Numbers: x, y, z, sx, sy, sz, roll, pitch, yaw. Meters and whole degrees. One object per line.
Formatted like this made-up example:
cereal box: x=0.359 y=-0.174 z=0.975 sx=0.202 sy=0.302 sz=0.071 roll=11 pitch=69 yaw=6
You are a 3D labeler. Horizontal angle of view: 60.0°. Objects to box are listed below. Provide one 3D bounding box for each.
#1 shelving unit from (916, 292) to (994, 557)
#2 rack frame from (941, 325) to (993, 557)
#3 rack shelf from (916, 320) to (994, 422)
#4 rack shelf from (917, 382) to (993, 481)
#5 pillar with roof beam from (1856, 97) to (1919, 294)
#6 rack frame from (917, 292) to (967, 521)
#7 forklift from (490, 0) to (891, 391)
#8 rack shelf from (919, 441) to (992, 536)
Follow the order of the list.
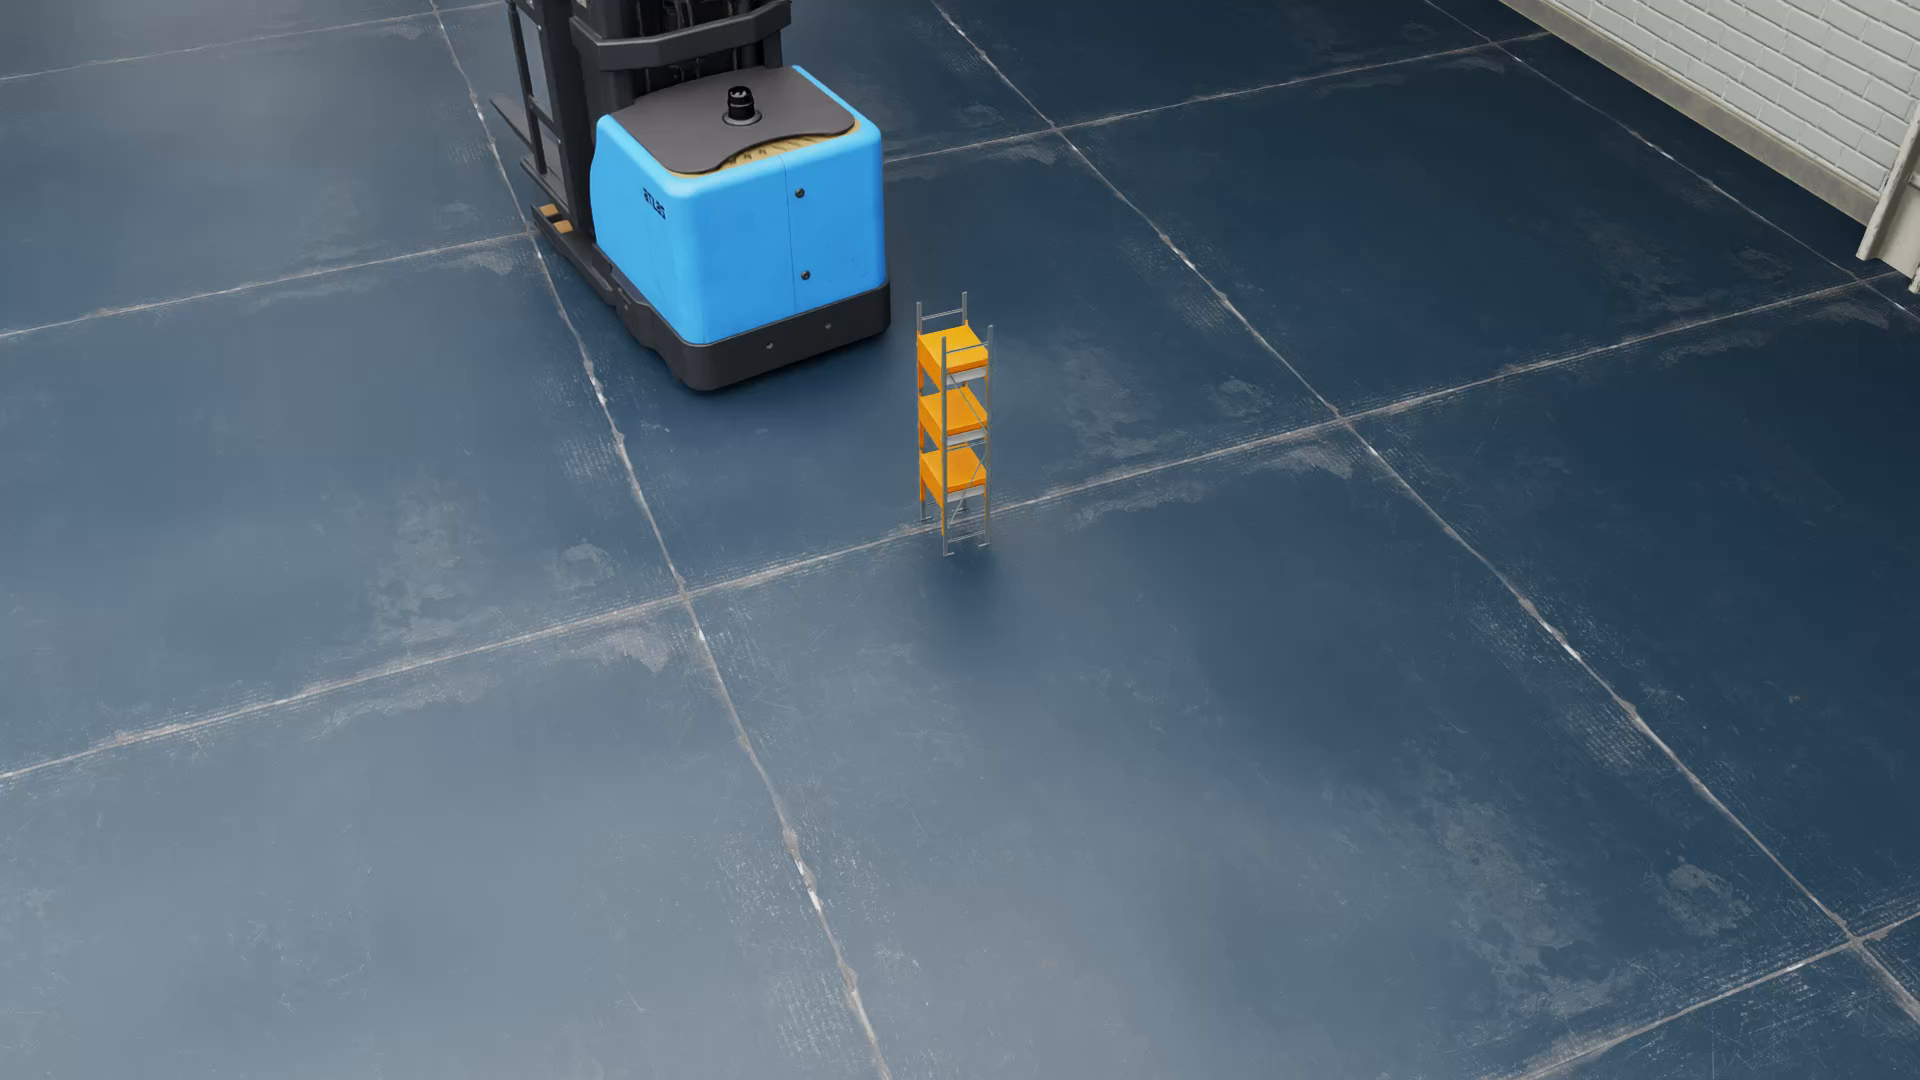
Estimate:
shelving unit: x=-0.020 y=-0.430 z=6.445 sx=0.215 sy=1.050 sz=0.252 roll=-15 pitch=43 yaw=-17
rack frame: x=0.026 y=-0.357 z=6.360 sx=0.200 sy=1.050 sz=0.008 roll=-15 pitch=43 yaw=-17
rack shelf: x=-0.020 y=-0.637 z=6.267 sx=0.215 sy=0.259 sz=0.240 roll=-15 pitch=43 yaw=-17
rack shelf: x=-0.020 y=-0.422 z=6.452 sx=0.215 sy=0.259 sz=0.240 roll=-15 pitch=43 yaw=-17
pillar with roof beam: x=0.777 y=-3.701 z=4.152 sx=9.100 sy=9.000 sz=0.400 roll=-15 pitch=43 yaw=-17
rack frame: x=-0.067 y=-0.504 z=6.531 sx=0.200 sy=1.050 sz=0.008 roll=-15 pitch=43 yaw=-17
forklift: x=-1.538 y=-2.712 z=7.656 sx=1.130 sy=2.935 sz=3.031 roll=-22 pitch=46 yaw=-24
rack shelf: x=-0.020 y=-0.212 z=6.633 sx=0.215 sy=0.259 sz=0.240 roll=-15 pitch=43 yaw=-17
